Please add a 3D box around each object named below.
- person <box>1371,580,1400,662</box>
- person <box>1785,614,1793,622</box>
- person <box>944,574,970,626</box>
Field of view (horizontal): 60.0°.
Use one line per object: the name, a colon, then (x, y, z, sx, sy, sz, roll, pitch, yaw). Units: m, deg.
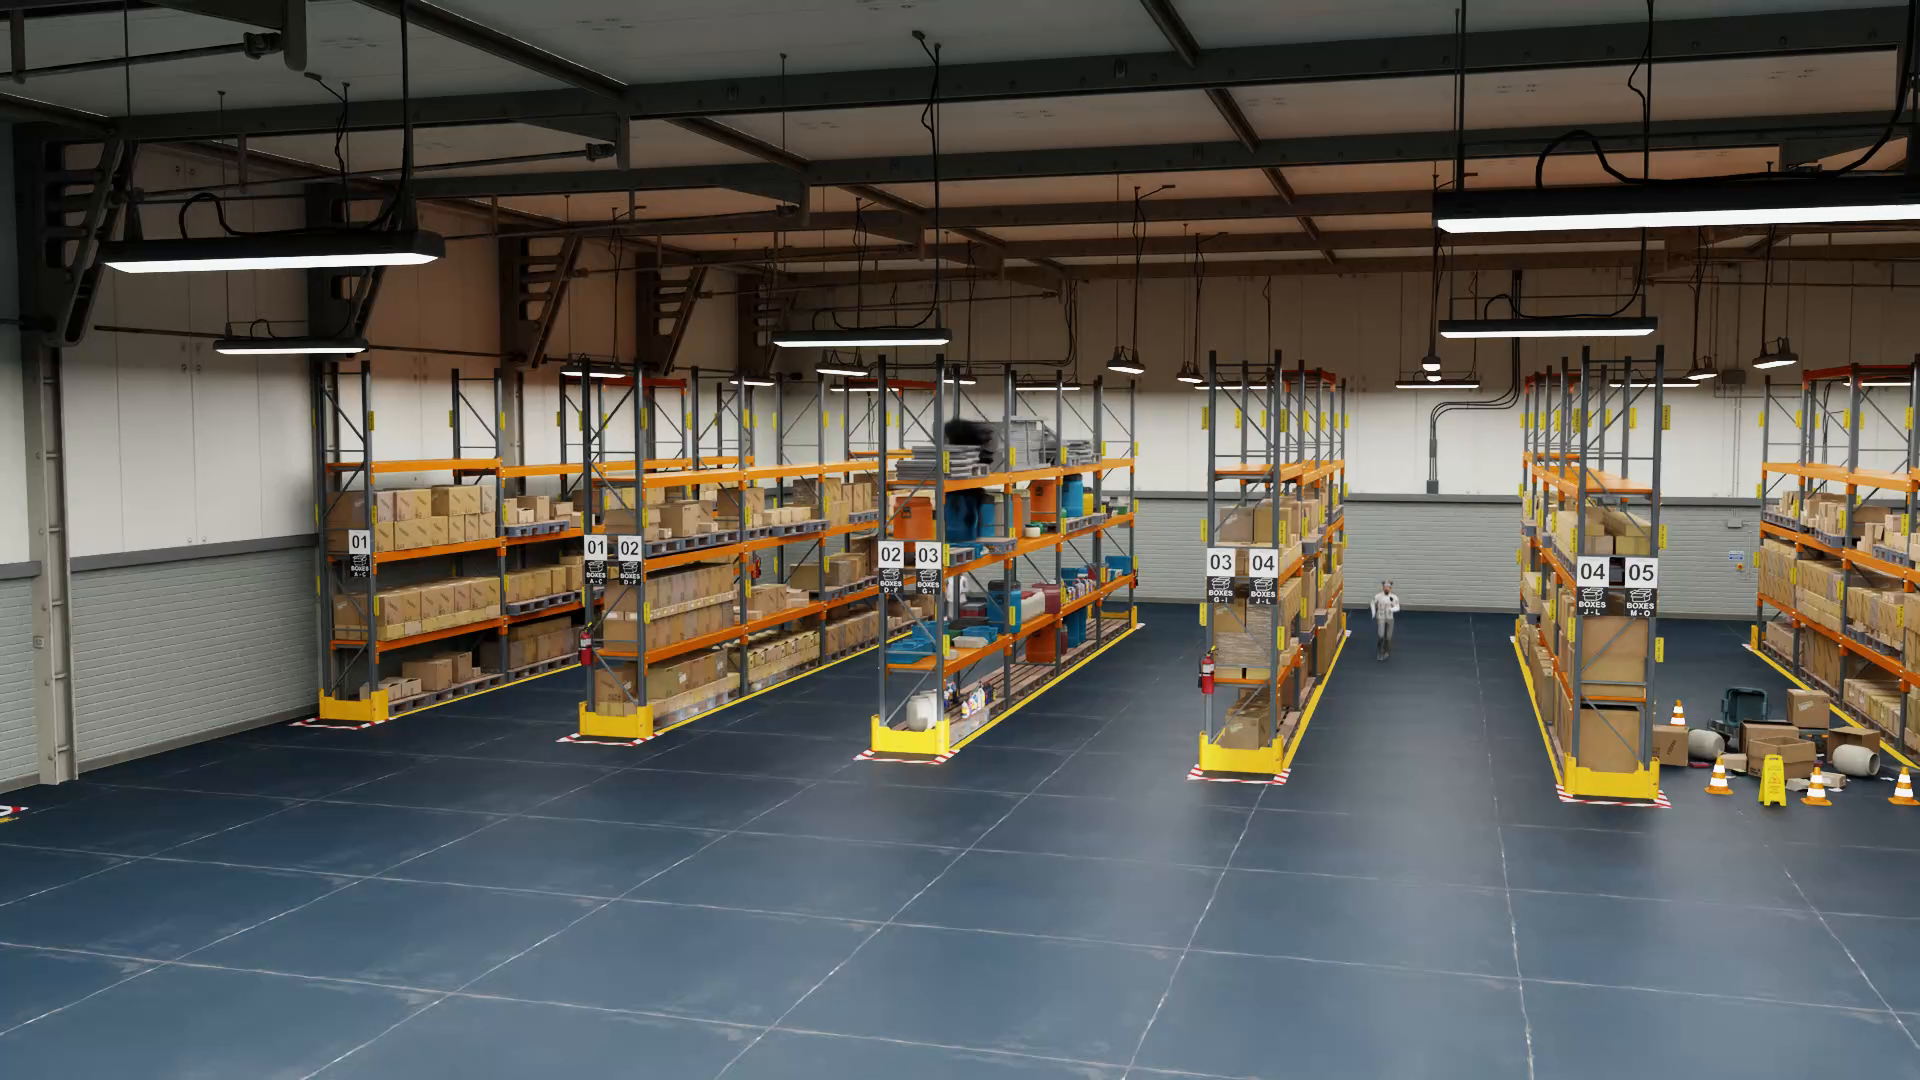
person: (8.859, 1.693, 34.628, 0.568, 1.705, 0.685, 1, 4, 9)
person: (19.805, 1.352, 39.250, 0.896, 1.648, 0.582, 0, 4, -4)
person: (-0.093, 1.418, 37.868, 0.635, 1.800, 0.725, 0, 4, 7)
